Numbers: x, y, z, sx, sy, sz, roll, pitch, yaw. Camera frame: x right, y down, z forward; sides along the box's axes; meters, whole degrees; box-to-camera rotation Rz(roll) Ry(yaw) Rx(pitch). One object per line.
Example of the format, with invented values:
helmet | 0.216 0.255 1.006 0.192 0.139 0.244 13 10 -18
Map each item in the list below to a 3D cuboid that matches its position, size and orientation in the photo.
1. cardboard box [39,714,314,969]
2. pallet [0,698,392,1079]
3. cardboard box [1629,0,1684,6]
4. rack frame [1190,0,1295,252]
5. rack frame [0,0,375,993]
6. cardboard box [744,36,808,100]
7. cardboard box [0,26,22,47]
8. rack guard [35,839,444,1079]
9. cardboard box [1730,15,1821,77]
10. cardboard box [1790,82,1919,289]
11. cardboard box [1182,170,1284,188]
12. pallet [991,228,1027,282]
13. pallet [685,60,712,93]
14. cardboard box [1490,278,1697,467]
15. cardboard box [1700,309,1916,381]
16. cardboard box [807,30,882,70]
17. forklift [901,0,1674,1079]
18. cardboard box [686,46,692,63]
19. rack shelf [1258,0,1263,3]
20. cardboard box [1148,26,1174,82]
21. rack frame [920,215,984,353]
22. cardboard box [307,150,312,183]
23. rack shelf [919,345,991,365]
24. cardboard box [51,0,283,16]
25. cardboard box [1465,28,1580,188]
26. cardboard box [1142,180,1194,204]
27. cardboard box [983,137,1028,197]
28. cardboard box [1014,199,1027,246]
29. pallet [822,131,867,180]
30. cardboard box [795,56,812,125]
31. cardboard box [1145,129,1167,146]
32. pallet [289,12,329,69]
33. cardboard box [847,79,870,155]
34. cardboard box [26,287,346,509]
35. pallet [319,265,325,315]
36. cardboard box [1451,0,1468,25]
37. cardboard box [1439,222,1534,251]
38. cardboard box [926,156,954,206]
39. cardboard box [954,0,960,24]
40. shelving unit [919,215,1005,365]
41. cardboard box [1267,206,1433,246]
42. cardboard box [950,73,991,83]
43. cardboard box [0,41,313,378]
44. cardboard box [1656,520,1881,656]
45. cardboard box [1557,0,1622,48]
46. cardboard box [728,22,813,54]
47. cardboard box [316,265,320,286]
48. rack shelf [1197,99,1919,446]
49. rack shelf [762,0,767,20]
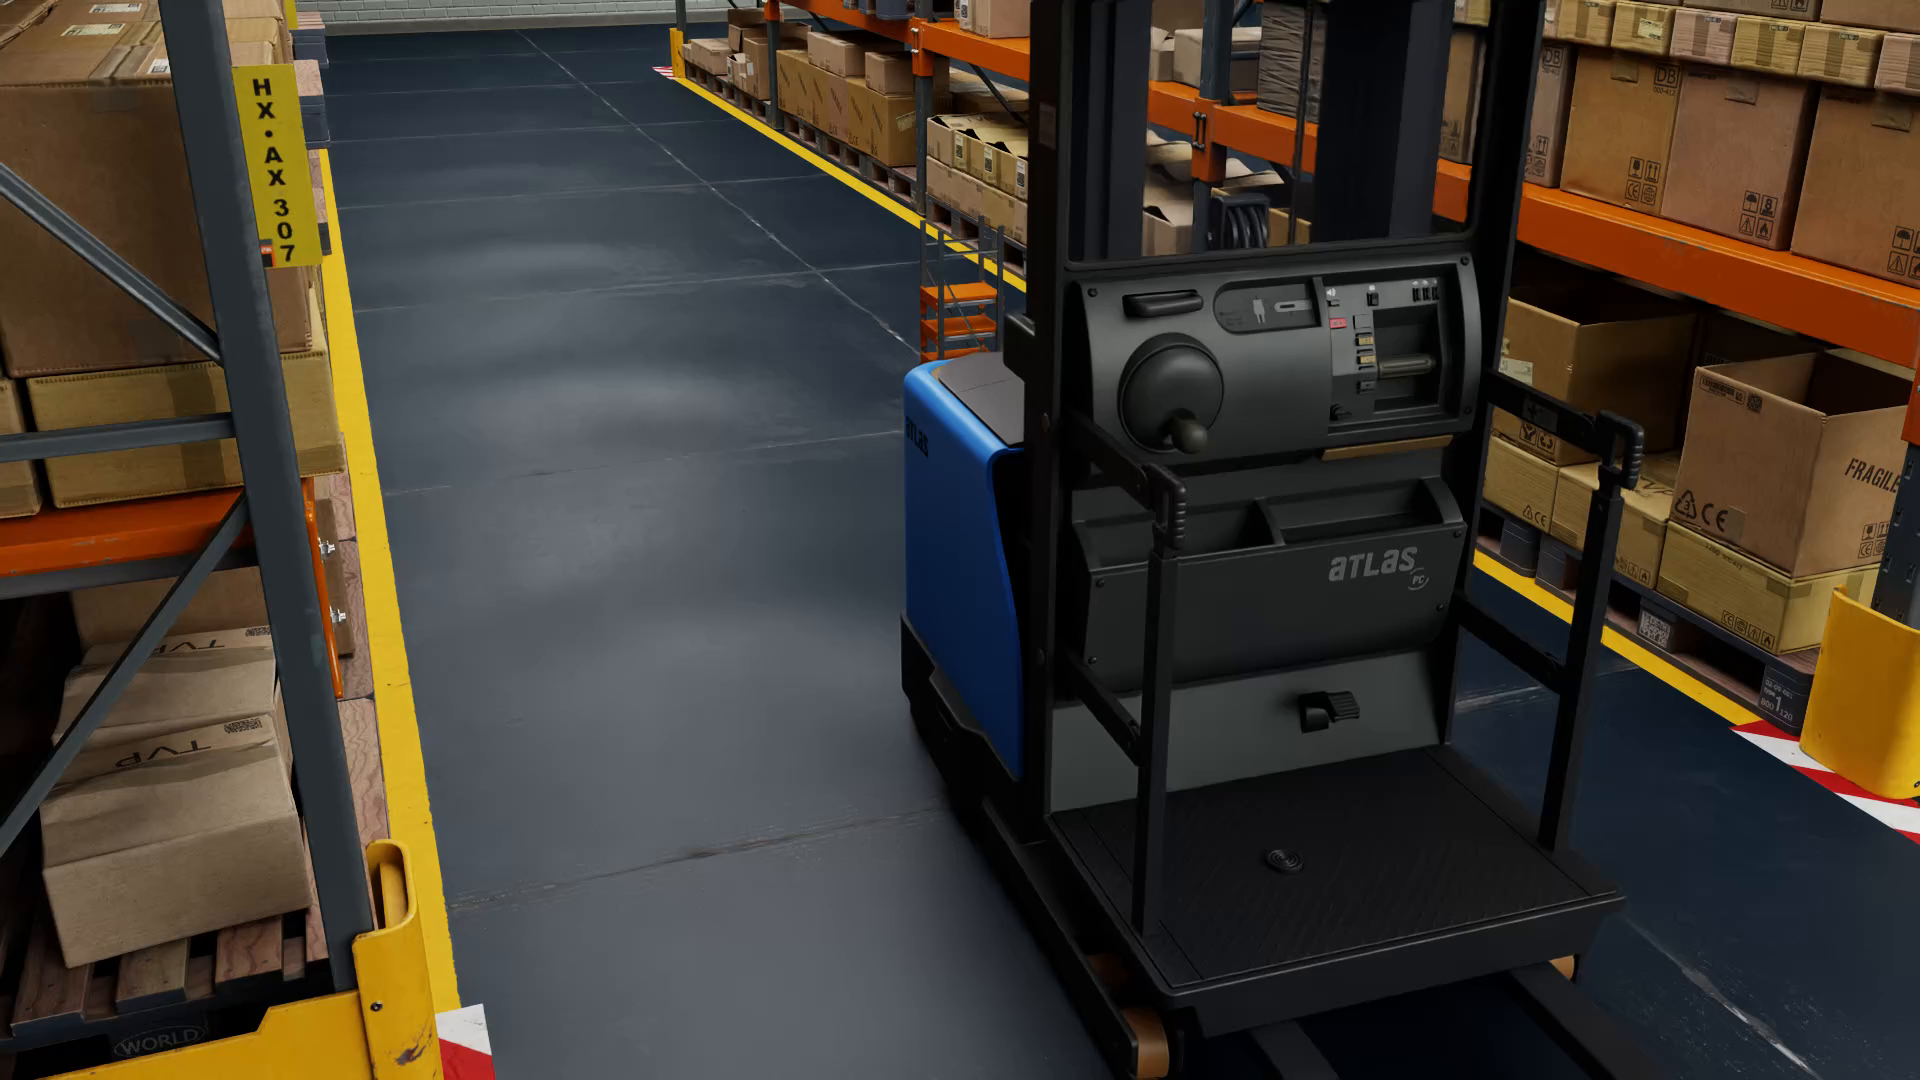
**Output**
cardboard box | -1.783 0.639 3.767 0.500 0.311 0.500 -11 25 -25
pallet | -1.904 0.824 4.023 1.003 0.211 1.213 -8 24 -19
cardboard box | 2.469 -2.022 5.387 0.700 0.500 0.500 -8 24 -19
rack frame | 1.597 -2.268 7.769 1.000 3.000 0.127 -8 24 -19
rack frame | -1.620 -0.134 2.705 0.949 2.616 0.053 -8 24 -19
cardboard box | -1.696 -4.394 15.464 0.500 0.500 0.500 -8 24 -19
cardboard box | -2.157 -0.745 3.358 0.500 0.500 0.500 -8 24 -18
rack guard | -1.650 0.991 3.255 1.175 0.500 0.348 -8 24 -19
cardboard box | 2.512 -1.460 4.888 0.380 0.149 0.250 -9 24 -20
cardboard box | 2.857 -1.032 4.707 0.700 0.500 0.500 -8 24 -19
cardboard box | 1.512 -1.820 8.983 0.500 0.311 0.500 -9 24 -20
pallet | 0.865 -1.689 9.986 1.003 0.211 1.213 -8 24 -19
pallet | -2.333 -5.026 17.903 1.003 0.211 1.213 -8 24 -19
cardboard box | 2.175 -0.602 5.850 0.500 0.500 0.500 -8 24 -19
cardboard box | 2.850 -0.493 5.592 0.500 0.500 0.500 -8 24 -19
cardboard box | -0.933 -3.998 13.561 0.500 0.250 0.500 -8 24 -19
forklift | 0.766 -0.376 3.368 1.130 2.935 3.031 -7 24 -17
cardboard box | -2.728 -5.235 17.890 0.380 0.166 0.250 -8 24 -19
rack shelf | 4.113 -4.795 14.690 1.077 0.370 4.000 -8 24 -19
cardboard box | 1.114 -2.500 8.493 0.396 0.266 0.258 -9 24 -20
rack frame | -0.027 -0.581 6.083 0.240 1.200 0.006 -8 24 -19
cardboard box | -4.890 -2.847 11.371 0.750 0.750 0.750 -8 24 -19
rack shelf | 0.005 -0.617 5.975 0.258 0.103 0.180 -8 24 -19
cardboard box | -2.046 -1.189 4.411 0.500 0.500 0.500 -8 24 -17
cardboard box | 2.307 -1.594 6.041 0.700 0.500 0.500 -8 24 -17
cardboard box | 0.996 -1.749 8.814 0.500 0.311 0.500 -8 24 -18
cardboard box | 0.466 -2.300 10.123 0.500 0.311 0.500 -9 24 -20
cardboard box | 0.643 -1.860 9.801 0.500 0.250 0.500 -8 24 -18
pallet | -0.472 -3.155 13.464 1.003 0.211 1.213 -8 24 -19
cardboard box | -1.088 -3.824 14.113 0.500 0.500 0.500 -8 24 -18
cardboard box | 0.965 -2.378 10.307 0.500 0.311 0.500 -9 24 -19
pallet | -4.098 -2.707 9.059 1.213 0.211 1.003 -8 24 -19
cardboard box | -0.549 -3.268 12.793 0.500 0.500 0.500 -9 25 -21
cardboard box | -1.498 -0.294 3.254 0.500 0.250 0.500 -9 25 -21
pallet | -4.175 -1.471 9.468 1.003 0.211 1.213 -8 24 -19
cardboard box | 1.970 -2.021 6.219 0.380 0.149 0.250 -9 25 -21
cardboard box | 2.311 -1.037 6.882 0.500 0.500 0.500 -8 24 -19
cardboard box | 0.094 -2.417 11.122 0.500 0.250 0.500 -8 24 -19
cardboard box | 0.271 -3.542 10.906 0.500 0.311 0.500 -7 24 -16
shelving unit | 0.005 -0.548 6.005 0.258 1.200 0.189 -8 24 -19
cardboard box | 1.652 -1.148 7.145 0.500 0.500 0.500 -8 24 -19
cardboard box | -0.072 -3.349 12.986 0.500 0.500 0.500 -9 24 -20
cardboard box | -1.511 -0.634 3.093 0.500 0.500 0.500 -8 24 -19
cardboard box | 2.544 0.105 5.139 0.500 0.250 0.500 -8 24 -19
cardboard box | 2.238 -1.742 5.558 0.380 0.149 0.250 -8 24 -18
cardboard box | -1.898 -4.909 16.683 0.797 0.503 0.637 -8 24 -19
cardboard box | -2.046 -0.851 4.574 0.500 0.250 0.500 -8 24 -19
rack shelf | 2.303 -1.210 6.184 1.077 0.370 4.000 -8 24 -19
rack shelf | -1.936 -5.570 16.529 1.077 0.370 4.000 -8 24 -19
